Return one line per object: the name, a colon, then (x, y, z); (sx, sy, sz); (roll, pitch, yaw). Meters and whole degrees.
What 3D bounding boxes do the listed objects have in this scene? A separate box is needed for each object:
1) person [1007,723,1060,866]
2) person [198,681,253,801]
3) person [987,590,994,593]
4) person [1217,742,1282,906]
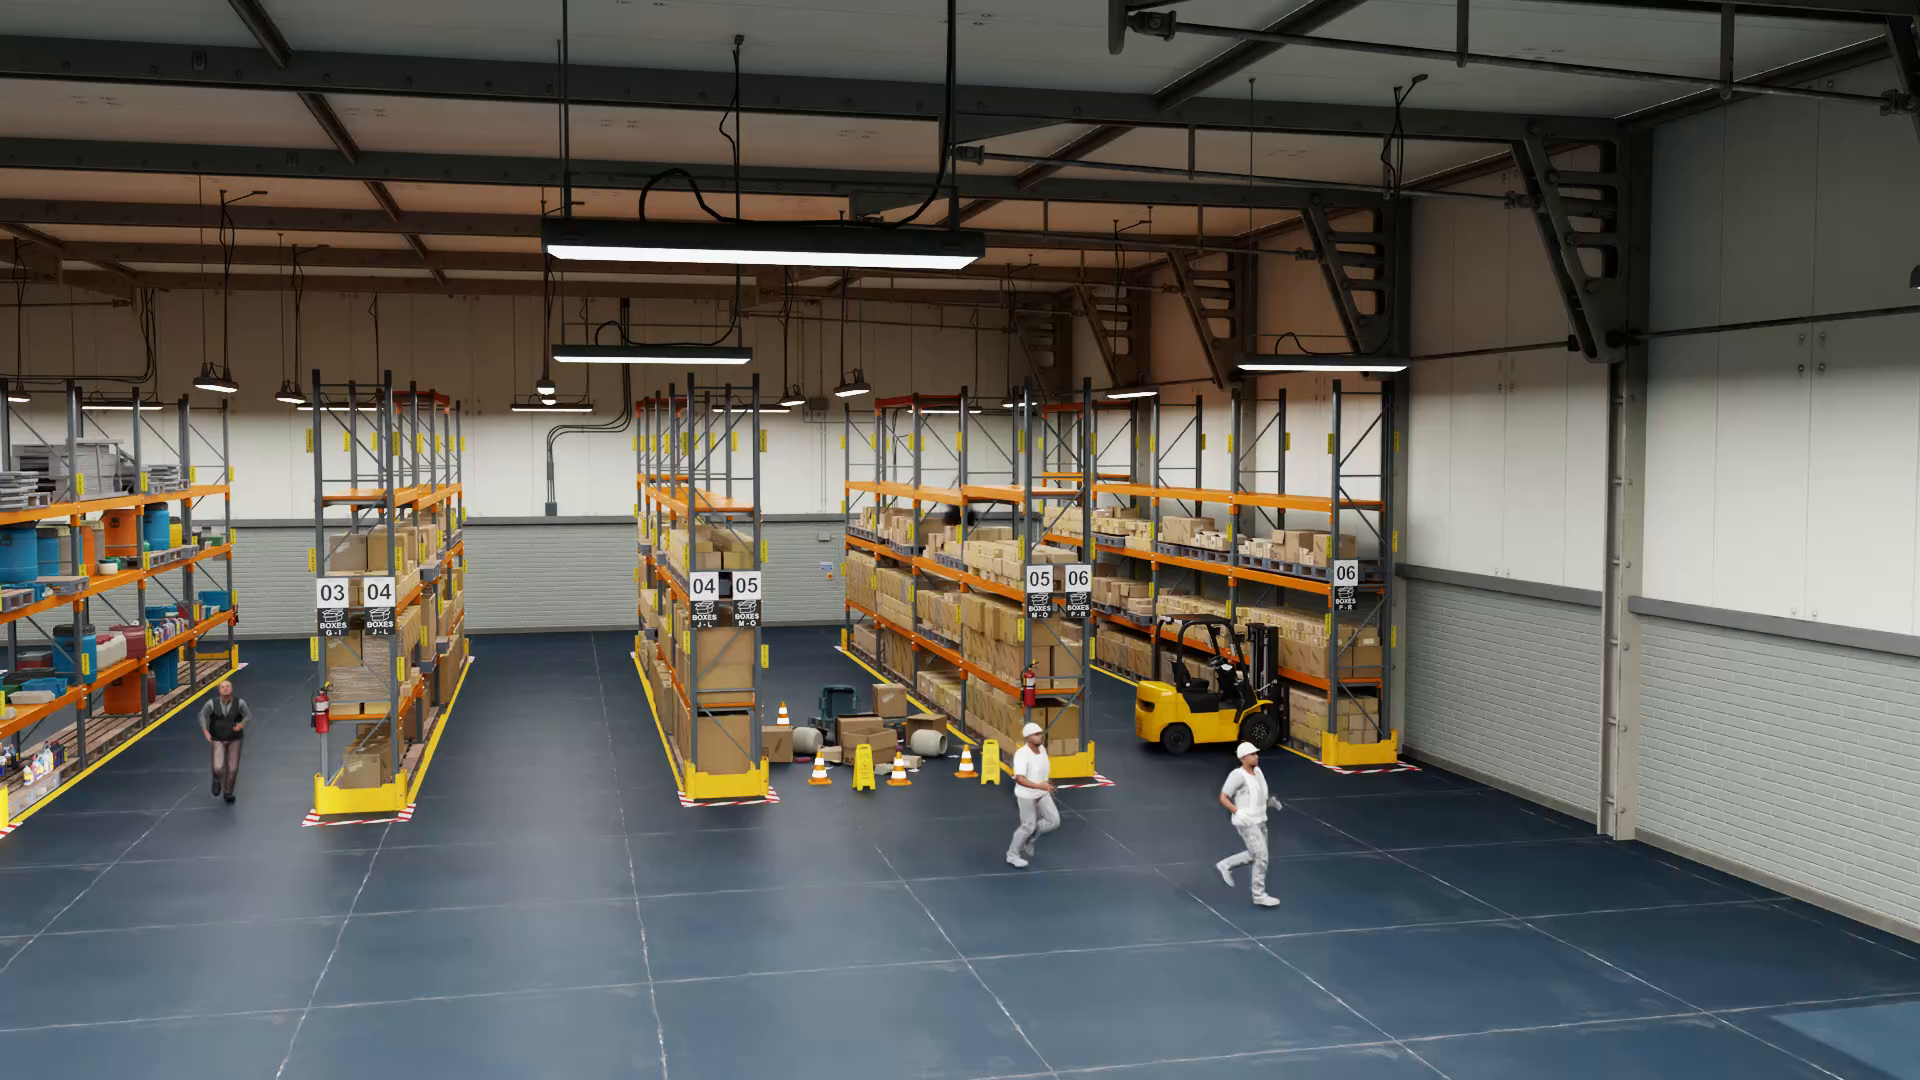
person: (0.895, 3.002, 19.632); (0.729, 1.716, 0.732); (3, 4, 39)
person: (-10.246, 2.813, 23.225); (0.703, 1.694, 0.542); (-1, 4, -24)
person: (0.675, 1.967, 36.583); (0.661, 1.768, 0.993); (-1, 3, -17)
person: (3.131, 3.081, 18.154); (0.818, 1.750, 0.640); (2, 4, 37)
